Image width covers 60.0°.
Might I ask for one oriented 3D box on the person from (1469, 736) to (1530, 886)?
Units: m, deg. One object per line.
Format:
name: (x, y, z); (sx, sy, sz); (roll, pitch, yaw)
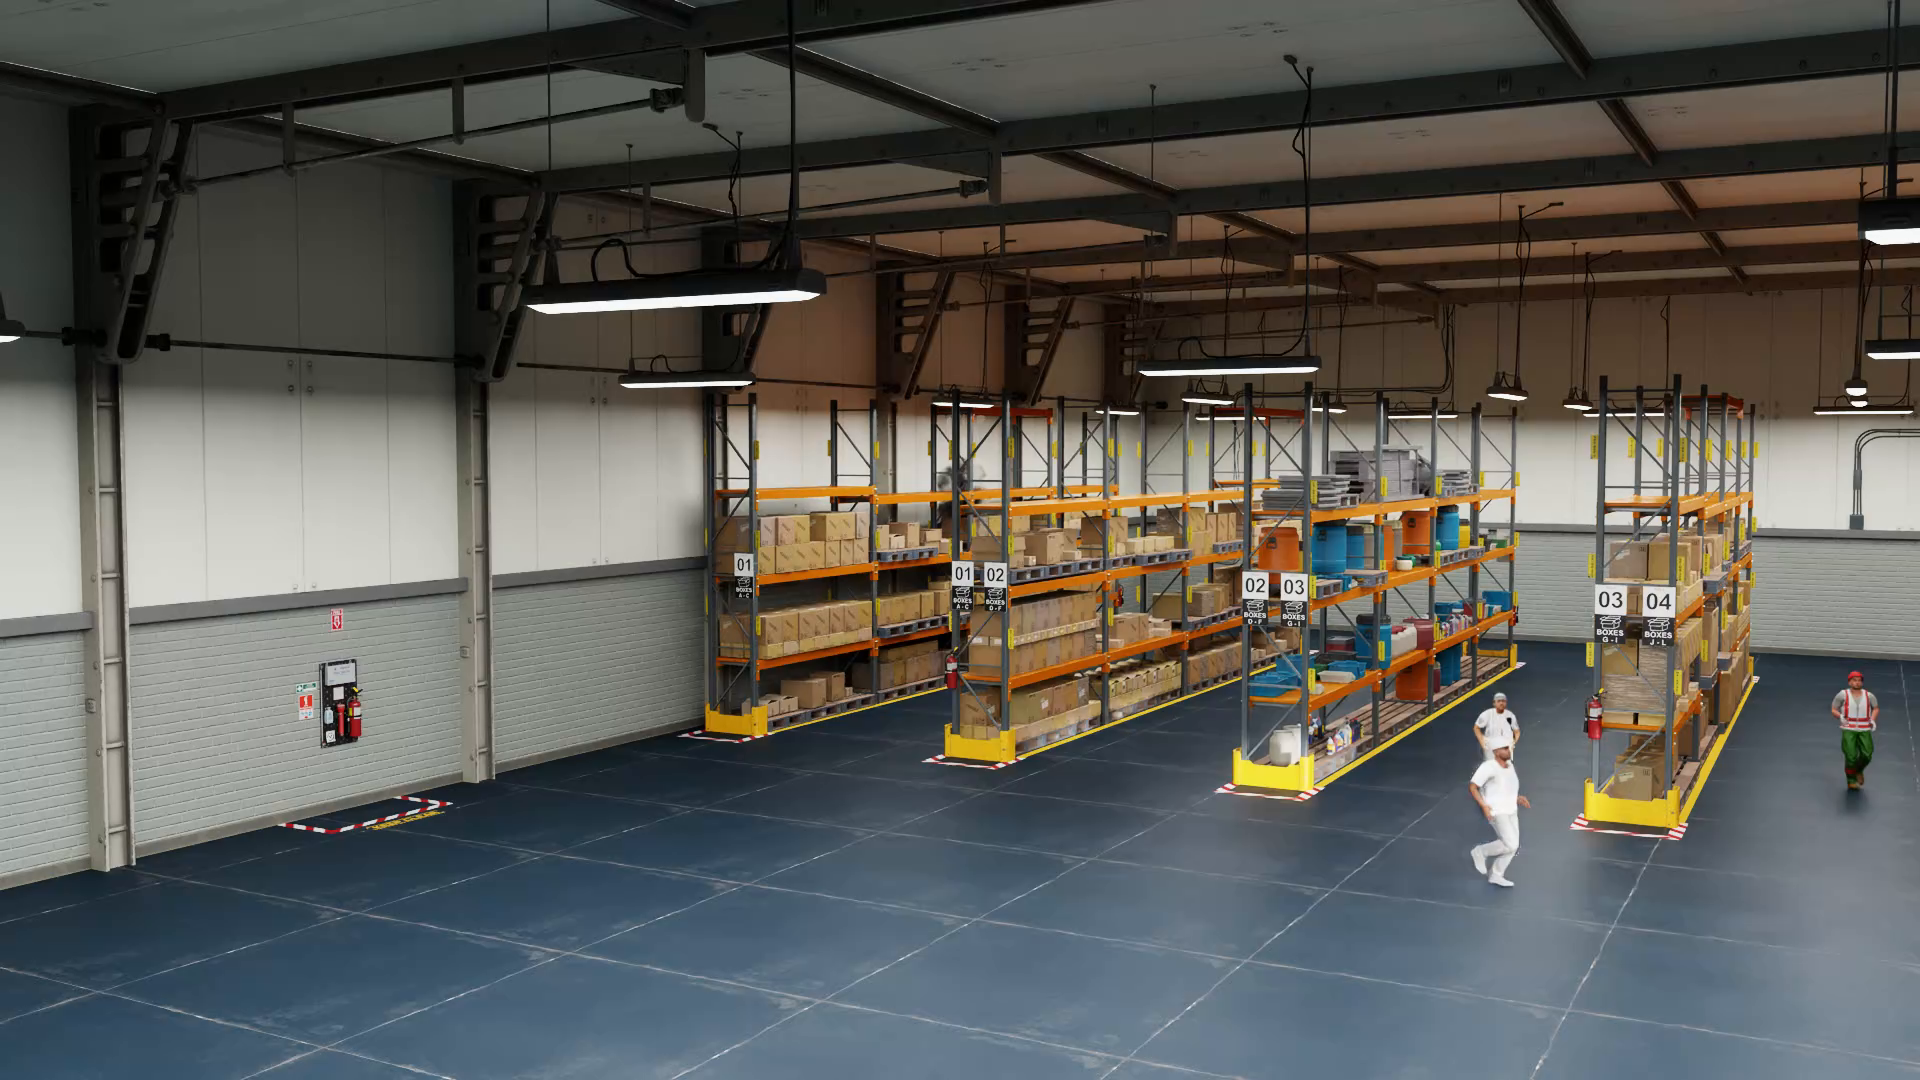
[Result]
person: (6.207, 3.112, 19.105); (0.707, 1.718, 0.582); (-3, 4, -39)

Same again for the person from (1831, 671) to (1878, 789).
person: (13.180, 2.803, 24.451); (0.648, 1.740, 0.596); (1, 3, 18)

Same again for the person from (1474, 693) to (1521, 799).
person: (7.535, 2.941, 23.253); (0.618, 1.609, 0.528); (0, 3, 1)
